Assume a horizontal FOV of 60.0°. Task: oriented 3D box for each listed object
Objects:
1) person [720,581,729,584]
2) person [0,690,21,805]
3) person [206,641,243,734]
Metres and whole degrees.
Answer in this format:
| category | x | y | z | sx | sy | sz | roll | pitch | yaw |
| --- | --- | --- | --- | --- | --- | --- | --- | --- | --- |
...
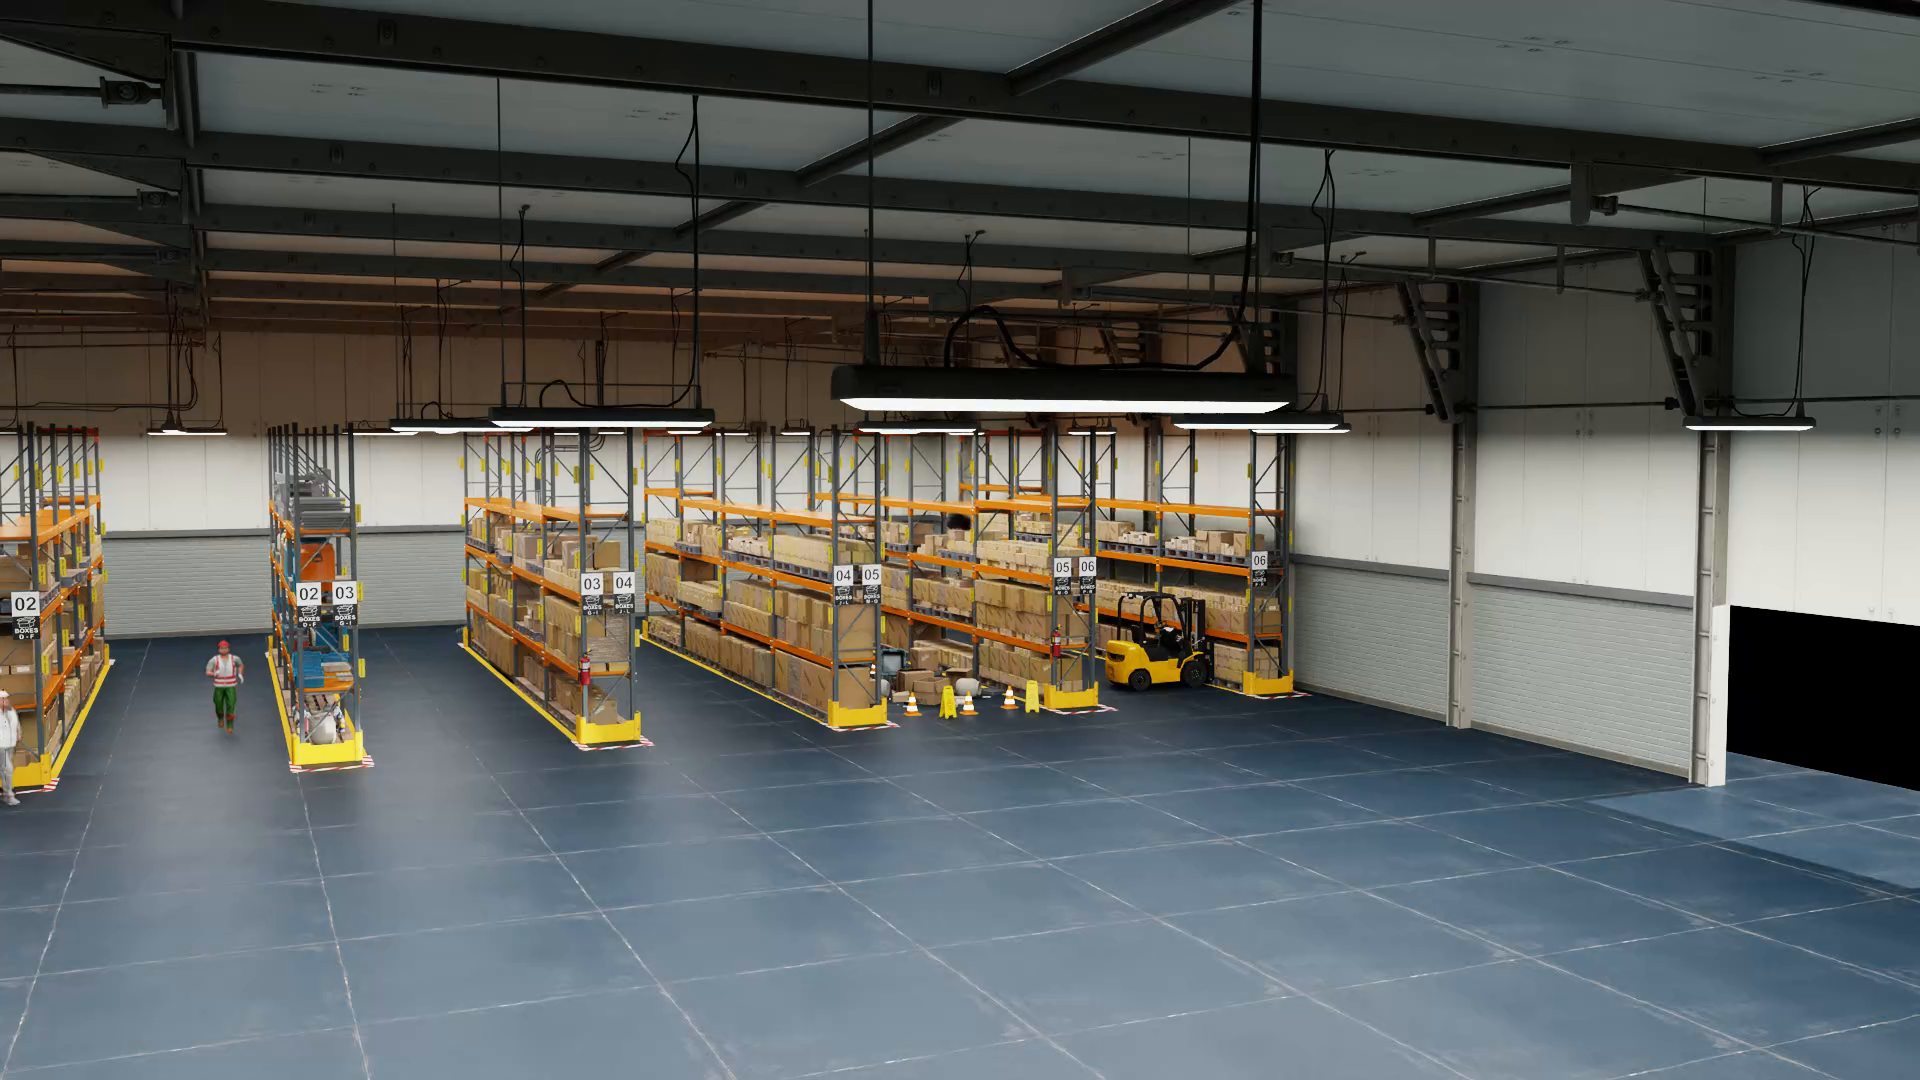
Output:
| category | x | y | z | sx | sy | sz | roll | pitch | yaw |
| --- | --- | --- | --- | --- | --- | --- | --- | --- | --- |
| person | -6.771 | 1.978 | 47.943 | 0.542 | 1.653 | 0.546 | -2 | 4 | -29 |
| person | -15.069 | 3.234 | 26.091 | 0.869 | 1.779 | 0.672 | 1 | 4 | 14 |
| person | -14.250 | 2.838 | 32.241 | 0.668 | 1.765 | 0.998 | -2 | 4 | -24 |
